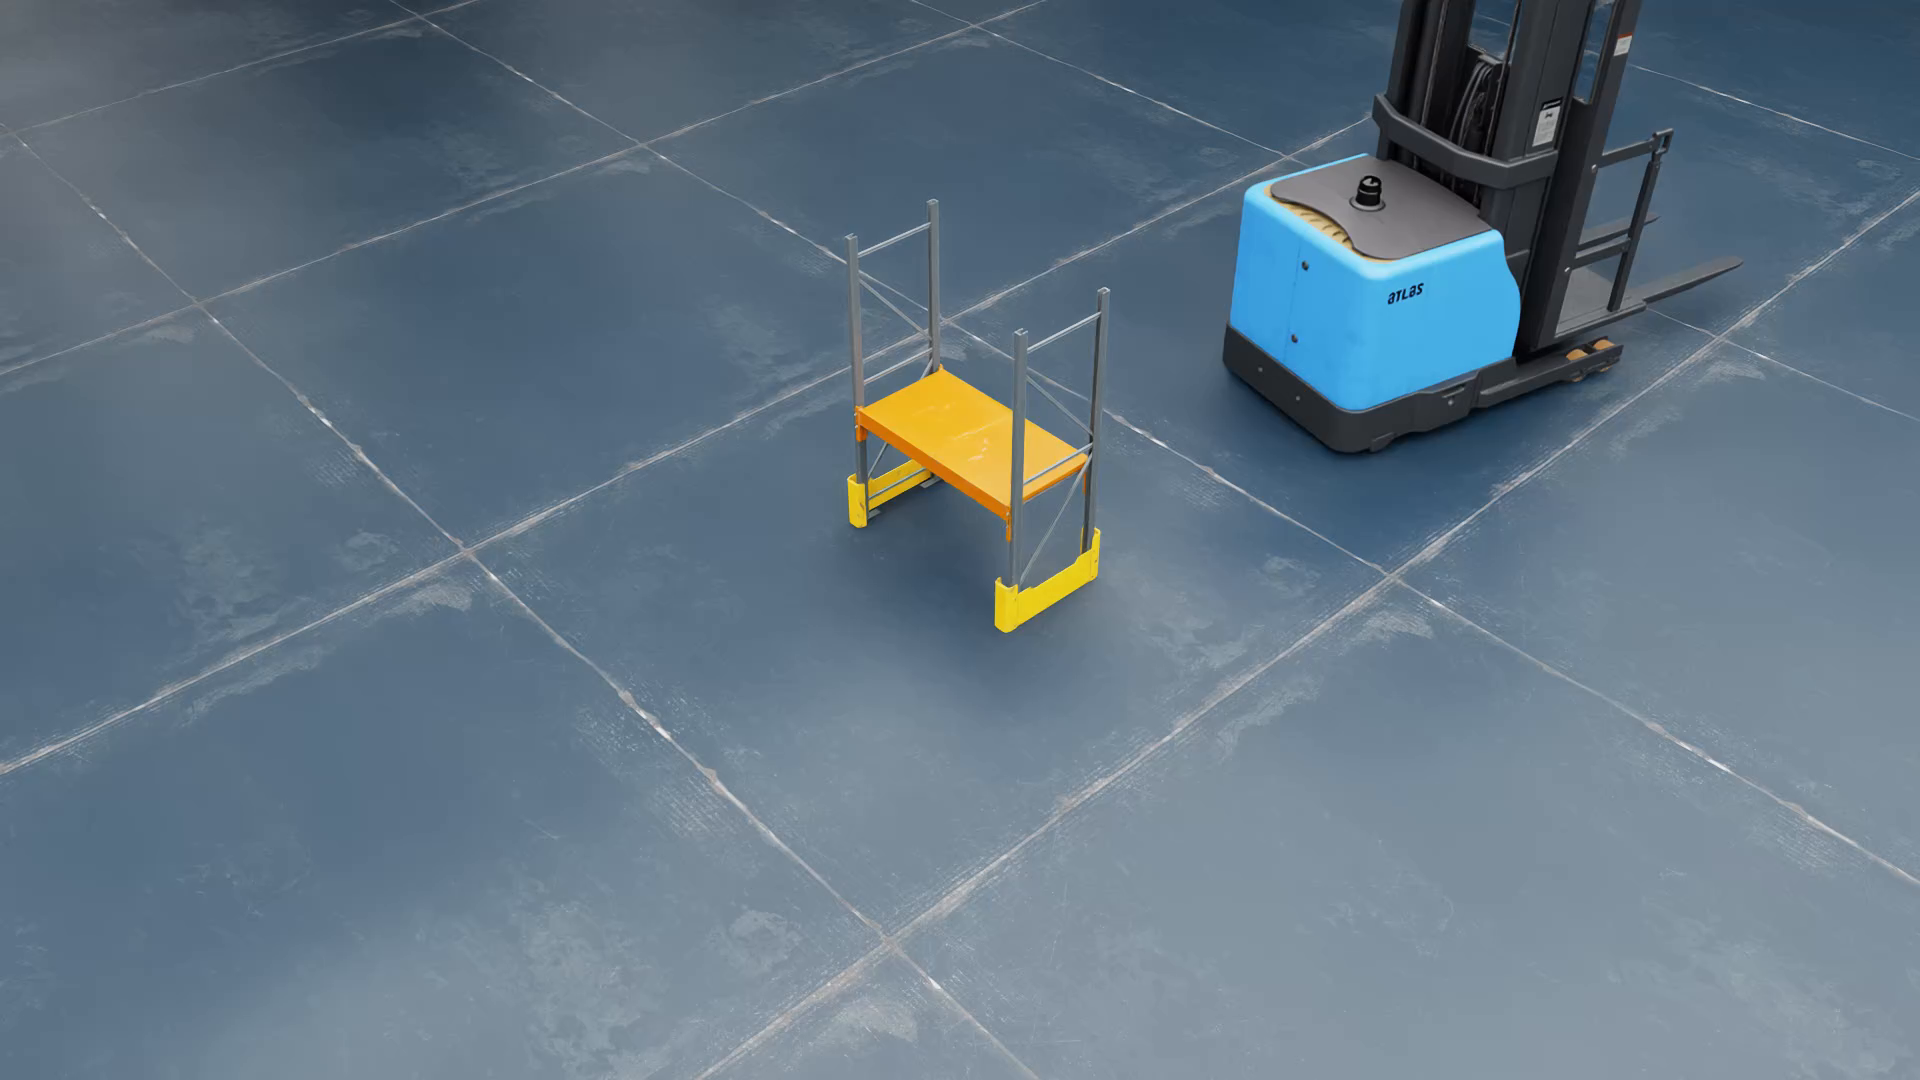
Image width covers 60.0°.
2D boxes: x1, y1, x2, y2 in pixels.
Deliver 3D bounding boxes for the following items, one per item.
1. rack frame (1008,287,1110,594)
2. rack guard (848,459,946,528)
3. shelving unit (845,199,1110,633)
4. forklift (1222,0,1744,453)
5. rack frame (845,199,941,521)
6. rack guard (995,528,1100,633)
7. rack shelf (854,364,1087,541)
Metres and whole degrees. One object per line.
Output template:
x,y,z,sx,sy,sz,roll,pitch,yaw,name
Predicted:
0.402,-0.309,6.939,0.500,1.500,0.032,-30,48,-32,rack frame
-0.285,-0.292,7.913,0.587,0.250,0.087,-30,48,-32,rack guard
0.052,-0.548,7.235,0.587,1.500,1.083,-30,48,-32,shelving unit
2.926,-2.245,8.198,3.031,2.935,1.130,-20,43,-23,forklift
-0.286,-0.779,7.521,0.500,1.500,0.032,-30,48,-32,rack frame
0.388,0.169,7.342,0.587,0.250,0.087,-30,48,-32,rack guard
0.058,-0.404,7.343,0.538,0.185,1.000,-30,48,-32,rack shelf
